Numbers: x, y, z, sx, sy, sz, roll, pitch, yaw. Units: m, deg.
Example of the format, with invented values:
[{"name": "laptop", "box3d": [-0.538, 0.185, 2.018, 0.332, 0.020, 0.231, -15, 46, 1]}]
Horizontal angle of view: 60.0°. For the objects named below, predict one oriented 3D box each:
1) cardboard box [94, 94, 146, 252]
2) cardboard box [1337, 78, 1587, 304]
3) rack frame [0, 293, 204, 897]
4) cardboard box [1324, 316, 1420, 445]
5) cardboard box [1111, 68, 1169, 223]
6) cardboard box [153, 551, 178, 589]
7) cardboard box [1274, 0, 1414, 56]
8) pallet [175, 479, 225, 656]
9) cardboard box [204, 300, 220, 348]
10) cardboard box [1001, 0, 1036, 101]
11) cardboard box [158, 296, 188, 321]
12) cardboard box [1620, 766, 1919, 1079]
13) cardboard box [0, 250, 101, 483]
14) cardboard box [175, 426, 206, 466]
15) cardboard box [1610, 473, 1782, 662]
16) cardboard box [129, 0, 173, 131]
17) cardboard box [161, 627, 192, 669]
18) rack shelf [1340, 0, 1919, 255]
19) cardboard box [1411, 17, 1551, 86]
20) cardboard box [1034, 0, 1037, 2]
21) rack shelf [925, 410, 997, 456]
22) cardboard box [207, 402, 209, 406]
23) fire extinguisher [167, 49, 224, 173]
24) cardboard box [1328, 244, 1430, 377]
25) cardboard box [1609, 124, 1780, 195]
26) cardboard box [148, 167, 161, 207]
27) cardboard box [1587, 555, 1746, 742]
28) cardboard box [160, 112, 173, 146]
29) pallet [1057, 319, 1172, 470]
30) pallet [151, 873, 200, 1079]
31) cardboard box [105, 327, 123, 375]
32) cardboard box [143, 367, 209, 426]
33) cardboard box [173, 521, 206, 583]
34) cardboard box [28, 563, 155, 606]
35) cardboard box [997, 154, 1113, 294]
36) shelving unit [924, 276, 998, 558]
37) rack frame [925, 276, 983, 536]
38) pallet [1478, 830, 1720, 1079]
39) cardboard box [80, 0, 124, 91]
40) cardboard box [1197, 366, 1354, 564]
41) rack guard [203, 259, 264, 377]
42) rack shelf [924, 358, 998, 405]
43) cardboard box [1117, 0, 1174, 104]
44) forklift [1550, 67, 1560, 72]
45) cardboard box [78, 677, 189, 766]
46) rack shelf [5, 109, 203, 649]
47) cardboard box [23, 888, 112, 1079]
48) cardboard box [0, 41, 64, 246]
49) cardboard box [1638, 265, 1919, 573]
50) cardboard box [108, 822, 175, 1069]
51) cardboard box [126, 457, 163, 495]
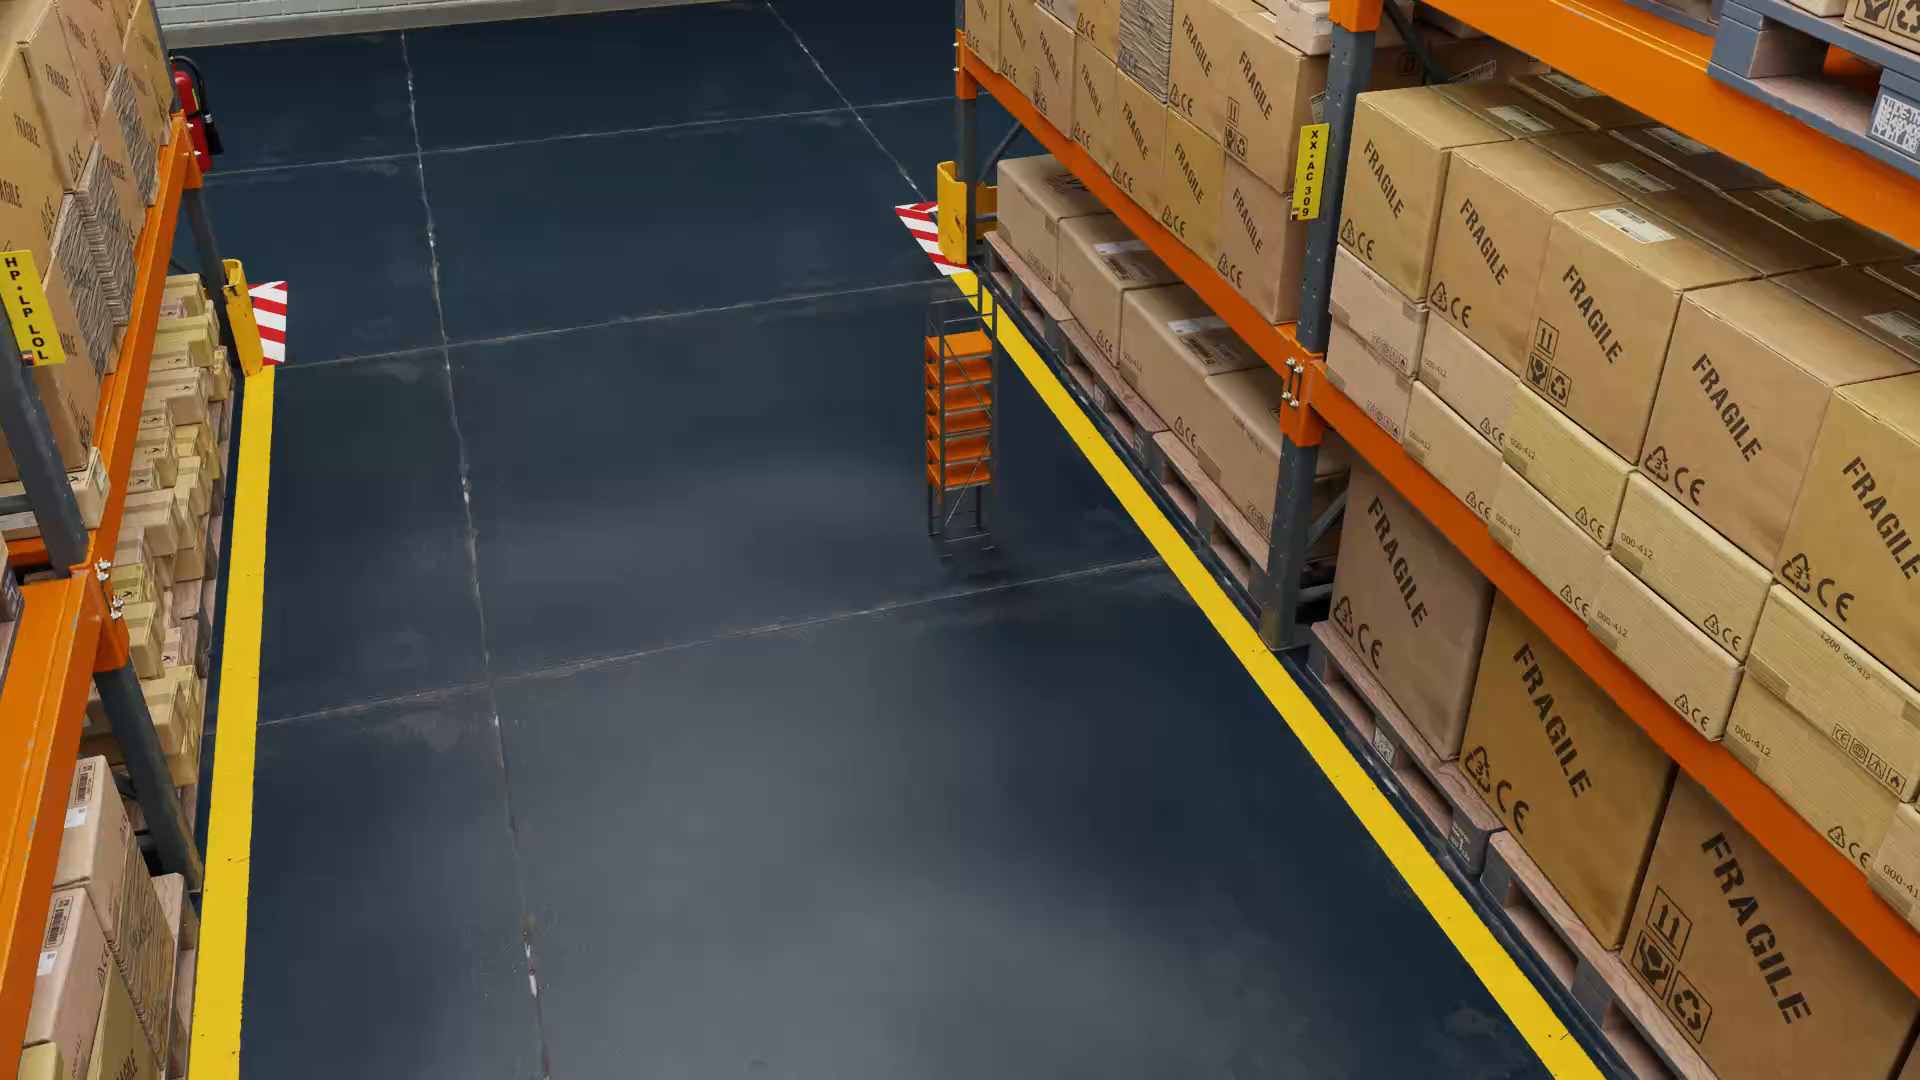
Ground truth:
[{"name": "cardboard box", "box3d": [-3.375, -1.306, 6.145, 0.500, 0.500, 0.500, -8, 34, -12]}, {"name": "cardboard box", "box3d": [1.549, -1.097, 5.192, 0.500, 0.500, 0.500, -10, 35, -14]}, {"name": "rack frame", "box3d": [-2.995, -0.032, 4.578, 1.000, 3.000, 0.127, -10, 35, -15]}, {"name": "cardboard box", "box3d": [1.571, -0.580, 5.542, 0.500, 0.250, 0.500, -11, 35, -16]}, {"name": "cardboard box", "box3d": [0.974, -1.691, 6.997, 0.500, 0.500, 0.500, -11, 35, -15]}, {"name": "cardboard box", "box3d": [-3.213, 0.084, 6.338, 0.380, 0.149, 0.250, -8, 34, -13]}, {"name": "cardboard box", "box3d": [1.291, -1.755, 5.600, 0.380, 0.149, 0.250, -11, 35, -16]}, {"name": "pallet", "box3d": [-3.609, 0.143, 6.842, 1.003, 0.211, 1.213, -10, 35, -15]}, {"name": "cardboard box", "box3d": [-3.782, -1.013, 7.997, 0.380, 0.149, 0.250, -11, 35, -16]}, {"name": "cardboard box", "box3d": [0.522, -2.498, 8.219, 0.500, 0.500, 0.500, -10, 35, -15]}, {"name": "cardboard box", "box3d": [-3.790, -0.989, 7.692, 0.380, 0.149, 0.250, -9, 35, -14]}, {"name": "cardboard box", "box3d": [2.509, 1.048, 4.489, 0.875, 0.875, 0.875, -10, 35, -14]}, {"name": "cardboard box", "box3d": [-2.906, -0.500, 4.926, 0.500, 0.500, 0.500, -11, 35, -16]}, {"name": "cardboard box", "box3d": [-3.391, -0.333, 6.968, 0.380, 0.149, 0.250, -8, 34, -12]}, {"name": "cardboard box", "box3d": [2.025, 0.018, 4.184, 0.500, 0.250, 0.500, -11, 35, -16]}, {"name": "cardboard box", "box3d": [-3.833, -2.105, 7.355, 0.500, 0.500, 0.500, -9, 35, -14]}, {"name": "cardboard box", "box3d": [-3.007, 0.475, 6.015, 0.380, 0.149, 0.250, -10, 35, -15]}, {"name": "rack shelf", "box3d": [2.298, -0.819, 3.700, 1.077, 0.370, 4.000, -10, 35, -15]}, {"name": "cardboard box", "box3d": [1.774, -1.667, 6.055, 0.500, 0.500, 0.500, -10, 35, -14]}, {"name": "cardboard box", "box3d": [0.508, -2.907, 7.930, 0.500, 0.500, 0.500, -11, 35, -16]}, {"name": "rack shelf", "box3d": [0.004, -0.456, 6.932, 0.258, 0.103, 0.180, -10, 35, -15]}, {"name": "cardboard box", "box3d": [-3.682, -0.606, 7.651, 0.380, 0.149, 0.250, -10, 35, -15]}, {"name": "fire extinguisher", "box3d": [-3.852, -2.154, 8.198, 0.296, 0.674, 0.183, -10, 35, -15]}, {"name": "cardboard box", "box3d": [1.554, -0.785, 5.400, 0.500, 0.250, 0.500, -11, 35, -16]}, {"name": "cardboard box", "box3d": [2.229, -0.914, 4.914, 0.500, 0.500, 0.500, -9, 35, -14]}, {"name": "cardboard box", "box3d": [-3.615, -1.508, 7.039, 0.380, 0.149, 0.250, -9, 35, -13]}, {"name": "cardboard box", "box3d": [2.015, 0.228, 4.321, 0.500, 0.250, 0.500, -11, 35, -16]}, {"name": "cardboard box", "box3d": [-3.846, -1.904, 7.638, 0.380, 0.149, 0.250, -10, 35, -15]}, {"name": "pallet", "box3d": [1.155, -0.808, 8.282, 1.003, 0.211, 1.213, -10, 35, -15]}, {"name": "pallet", "box3d": [-2.756, 1.540, 4.728, 1.003, 0.211, 1.213, -10, 35, -15]}, {"name": "cardboard box", "box3d": [-3.143, -0.673, 5.775, 0.380, 0.149, 0.250, -9, 35, -14]}, {"name": "cardboard box", "box3d": [-3.437, -0.596, 7.097, 0.380, 0.149, 0.250, -9, 34, -13]}, {"name": "cardboard box", "box3d": [-3.234, 0.062, 6.640, 0.380, 0.149, 0.250, -11, 35, -16]}, {"name": "cardboard box", "box3d": [-3.054, 0.239, 5.833, 0.380, 0.149, 0.250, -10, 35, -15]}, {"name": "cardboard box", "box3d": [0.765, -1.794, 9.188, 0.875, 0.438, 0.875, -11, 35, -16]}, {"name": "shelving unit", "box3d": [0.004, -0.493, 6.908, 0.258, 1.200, 0.189, -10, 35, -15]}, {"name": "rack frame", "box3d": [-0.023, -0.541, 6.980, 0.240, 1.200, 0.006, -10, 35, -15]}, {"name": "pallet", "box3d": [2.371, 1.280, 5.122, 1.003, 0.211, 1.213, -10, 35, -15]}, {"name": "cardboard box", "box3d": [-3.517, -1.979, 6.257, 0.500, 0.500, 0.500, -8, 34, -12]}, {"name": "cardboard box", "box3d": [1.599, -0.372, 7.035, 0.875, 0.438, 0.875, -11, 35, -15]}, {"name": "rack guard", "box3d": [-4.192, -1.049, 8.385, 1.175, 0.500, 0.348, -10, 35, -15]}, {"name": "rack shelf", "box3d": [0.004, -0.656, 6.800, 0.258, 0.103, 0.180, -10, 35, -15]}, {"name": "cardboard box", "box3d": [0.970, -2.111, 6.727, 0.500, 0.500, 0.500, -10, 35, -14]}, {"name": "forklift", "box3d": [3.094, -2.067, 7.719, 1.130, 2.935, 3.031, -16, 37, -23]}, {"name": "cardboard box", "box3d": [-2.801, 0.614, 5.536, 0.380, 0.149, 0.250, -8, 34, -13]}, {"name": "rack shelf", "box3d": [-3.605, -0.782, 6.365, 1.077, 0.370, 4.000, -10, 35, -15]}, {"name": "cardboard box", "box3d": [-2.383, 1.143, 4.005, 0.500, 0.250, 0.500, -8, 34, -12]}, {"name": "cardboard box", "box3d": [-3.073, -1.163, 5.021, 0.500, 0.500, 0.500, -11, 35, -16]}, {"name": "cardboard box", "box3d": [2.045, -0.301, 3.986, 0.500, 0.500, 0.500, -11, 35, -16]}, {"name": "cardboard box", "box3d": [-2.529, 1.182, 4.627, 0.500, 0.500, 0.500, -11, 35, -16]}, {"name": "cardboard box", "box3d": [-3.317, -0.171, 6.453, 0.380, 0.149, 0.250, -11, 35, -17]}]
